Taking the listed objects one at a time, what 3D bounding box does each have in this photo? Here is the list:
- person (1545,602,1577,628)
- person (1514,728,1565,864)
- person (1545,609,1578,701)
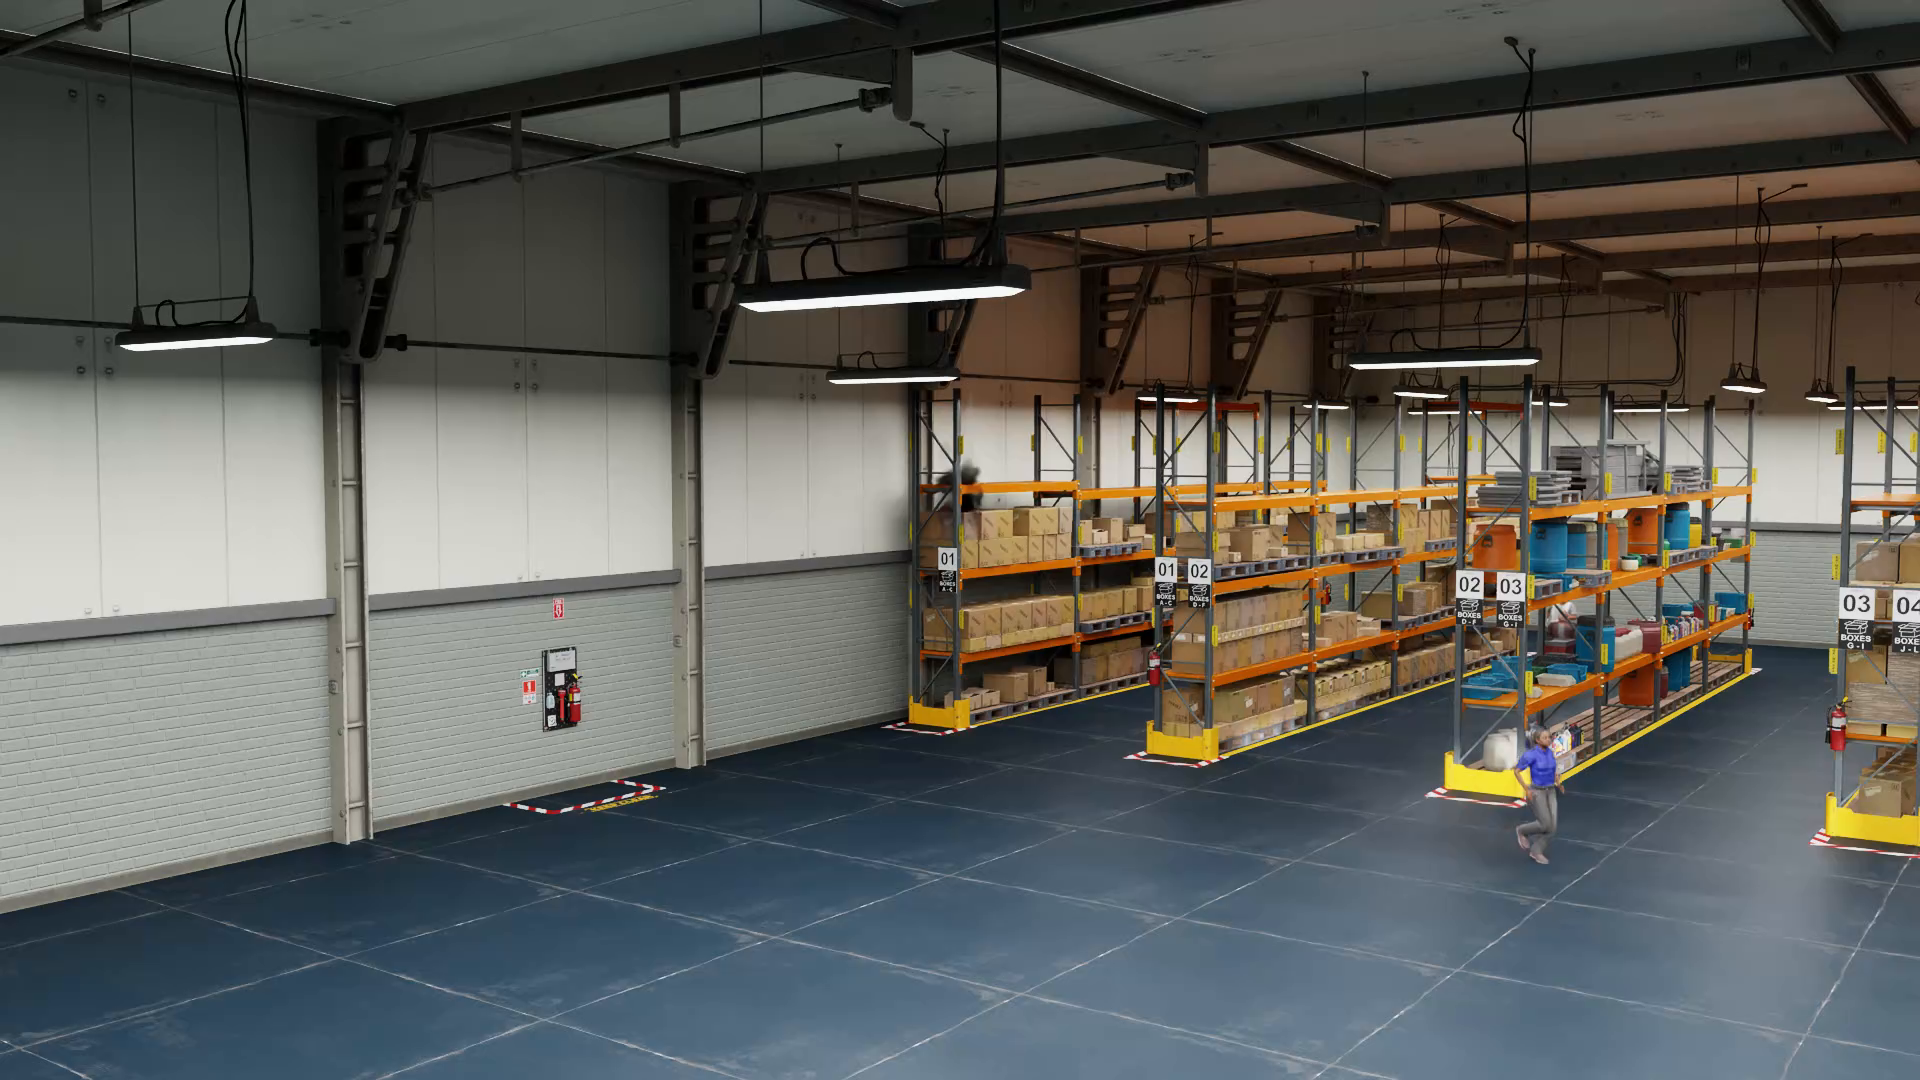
[{"bbox_3d":[13.307,1.988,36.838,0.673,1.804,0.935,1,4,24],"label":"person"},{"bbox_3d":[6.975,3.074,19.979,0.568,1.624,0.556,-2,4,-27],"label":"person"},{"bbox_3d":[11.850,2.389,32.718,0.682,1.574,0.811,2,4,36],"label":"person"}]
